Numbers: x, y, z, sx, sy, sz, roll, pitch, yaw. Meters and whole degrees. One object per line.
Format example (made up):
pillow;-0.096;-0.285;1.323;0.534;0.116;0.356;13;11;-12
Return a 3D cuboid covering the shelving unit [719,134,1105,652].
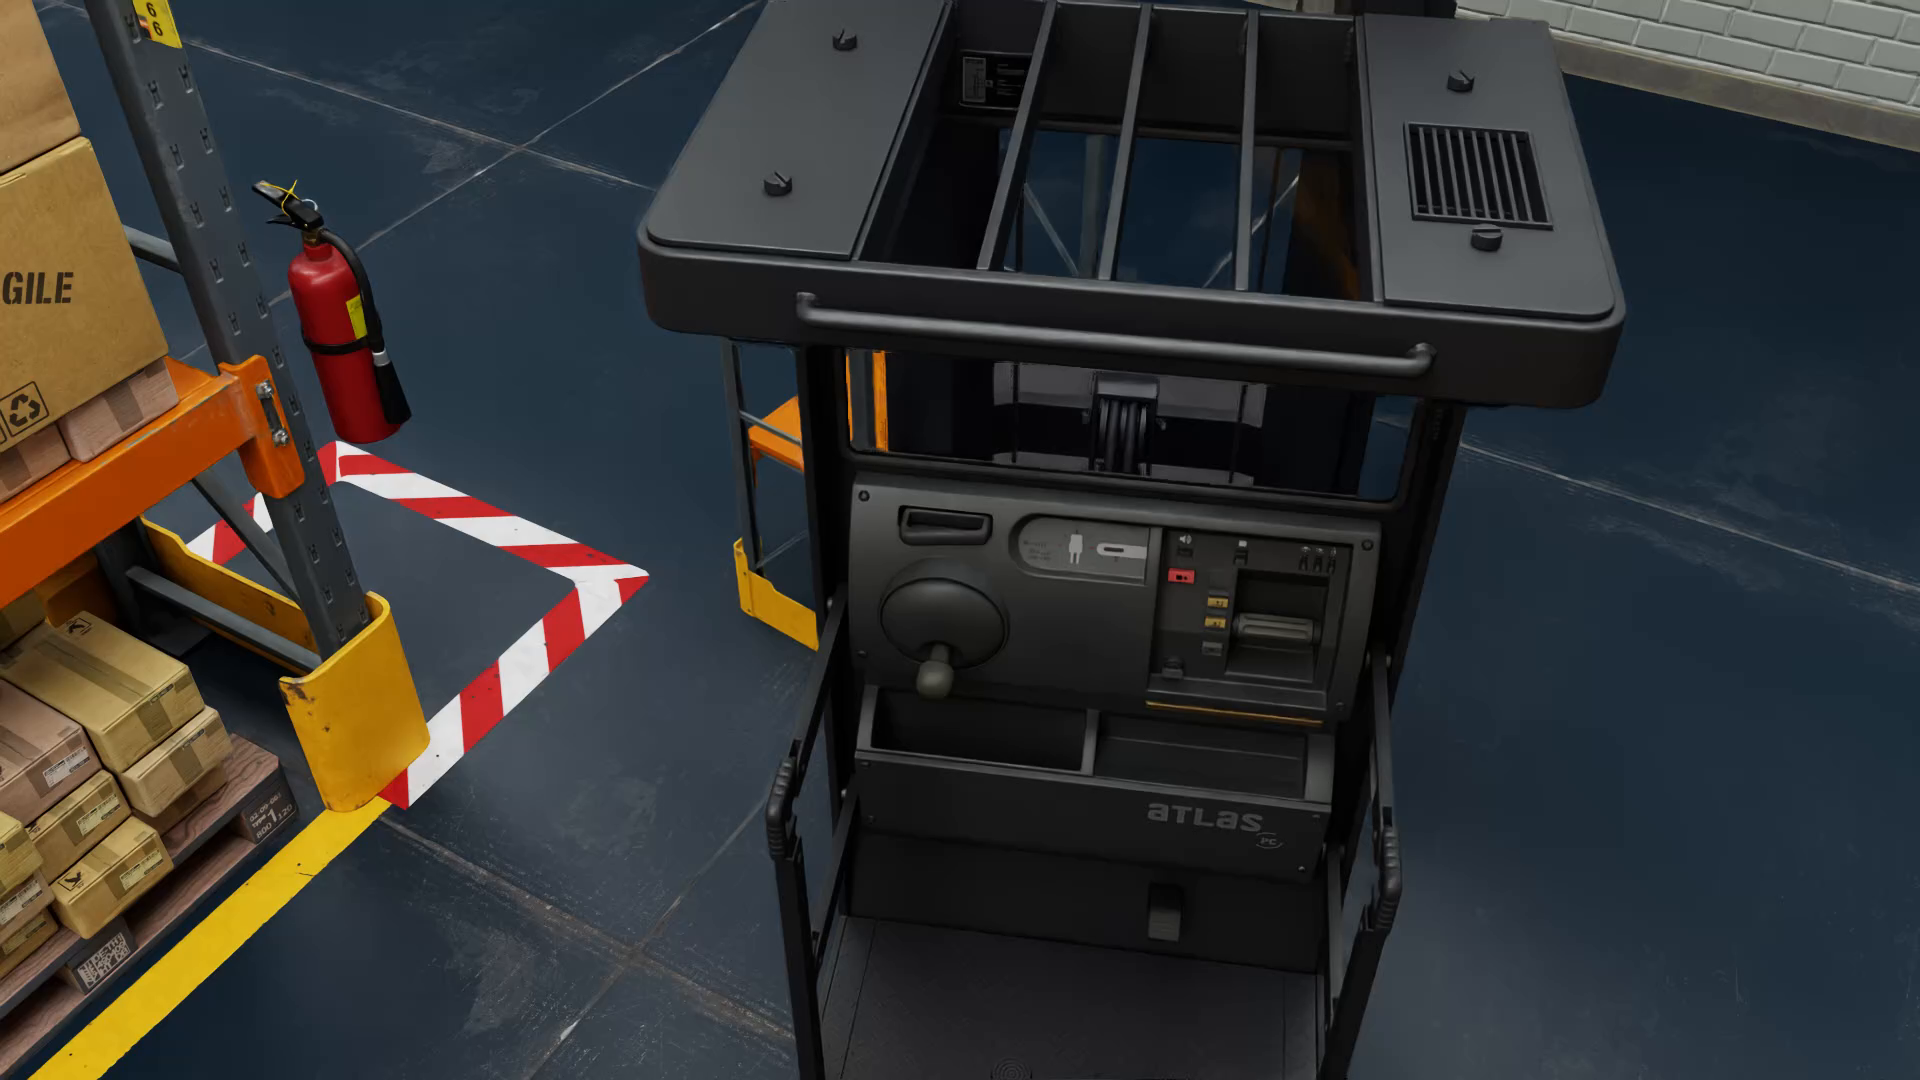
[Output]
shelving unit;-0.111;-0.526;4.712;0.587;1.500;1.083;26;48;27

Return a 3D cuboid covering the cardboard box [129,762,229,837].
cardboard box;-2.084;0.564;4.180;0.380;0.149;0.250;22;46;23

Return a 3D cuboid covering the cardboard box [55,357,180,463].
cardboard box;-1.919;-0.344;3.562;0.380;0.149;0.250;21;46;22

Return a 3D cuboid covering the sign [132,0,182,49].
sign;-1.530;-1.077;3.088;0.100;0.325;0.005;21;45;22

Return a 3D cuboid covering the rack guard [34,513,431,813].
rack guard;-2.039;0.263;4.573;1.175;0.500;0.348;21;45;22

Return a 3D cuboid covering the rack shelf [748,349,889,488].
rack shelf;-0.116;-0.386;4.826;0.538;0.185;1.000;26;48;27

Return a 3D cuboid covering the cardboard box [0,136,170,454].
cardboard box;-2.003;-0.526;3.277;0.500;0.500;0.500;22;46;23

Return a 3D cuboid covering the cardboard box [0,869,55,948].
cardboard box;-2.276;0.776;3.713;0.380;0.149;0.250;19;45;20

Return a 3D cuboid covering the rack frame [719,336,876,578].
rack frame;-0.422;-0.252;4.402;0.500;1.500;0.032;26;48;27

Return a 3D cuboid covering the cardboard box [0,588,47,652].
cardboard box;-2.557;0.158;4.191;0.380;0.149;0.250;19;45;20

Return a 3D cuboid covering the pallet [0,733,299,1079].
pallet;-2.476;0.824;4.154;1.003;0.211;1.213;21;45;22

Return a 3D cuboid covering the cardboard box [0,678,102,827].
cardboard box;-2.222;0.482;3.823;0.380;0.149;0.250;22;46;23

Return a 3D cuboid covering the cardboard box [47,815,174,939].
cardboard box;-2.125;0.744;3.975;0.380;0.149;0.250;22;46;23

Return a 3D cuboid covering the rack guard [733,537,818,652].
rack guard;-0.410;0.206;4.826;0.587;0.250;0.087;26;48;27

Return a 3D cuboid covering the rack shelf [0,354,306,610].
rack shelf;-3.002;0.696;2.735;1.077;0.370;4.000;21;45;22

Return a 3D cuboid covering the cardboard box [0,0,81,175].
cardboard box;-2.014;-0.899;2.944;0.500;0.500;0.500;20;45;21

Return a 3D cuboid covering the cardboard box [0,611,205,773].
cardboard box;-2.046;0.357;3.964;0.380;0.149;0.250;21;46;23

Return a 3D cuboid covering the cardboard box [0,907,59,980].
cardboard box;-2.331;0.867;3.835;0.380;0.149;0.250;21;45;22

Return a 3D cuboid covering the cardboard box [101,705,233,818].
cardboard box;-2.018;0.478;4.052;0.380;0.149;0.250;20;45;21

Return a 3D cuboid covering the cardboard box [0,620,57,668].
cardboard box;-2.485;0.297;4.258;0.380;0.149;0.250;23;46;24

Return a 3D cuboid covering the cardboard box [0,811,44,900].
cardboard box;-2.241;0.672;3.607;0.380;0.149;0.250;20;45;21

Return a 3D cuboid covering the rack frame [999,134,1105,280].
rack frame;0.189;-0.789;5.012;0.500;1.500;0.032;26;48;27

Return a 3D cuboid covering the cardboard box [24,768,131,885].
cardboard box;-2.195;0.610;3.902;0.380;0.149;0.250;20;45;21

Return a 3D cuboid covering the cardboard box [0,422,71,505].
cardboard box;-2.076;-0.215;3.414;0.380;0.149;0.250;21;45;22

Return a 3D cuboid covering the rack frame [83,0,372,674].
rack frame;-2.001;-0.719;3.797;1.000;3.000;0.127;21;45;22

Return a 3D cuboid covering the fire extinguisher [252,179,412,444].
fire extinguisher;-1.475;-0.541;3.936;0.296;0.674;0.183;21;45;22

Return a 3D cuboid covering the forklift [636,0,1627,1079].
forklift;0.232;0.199;2.806;1.130;2.935;3.031;6;42;6
